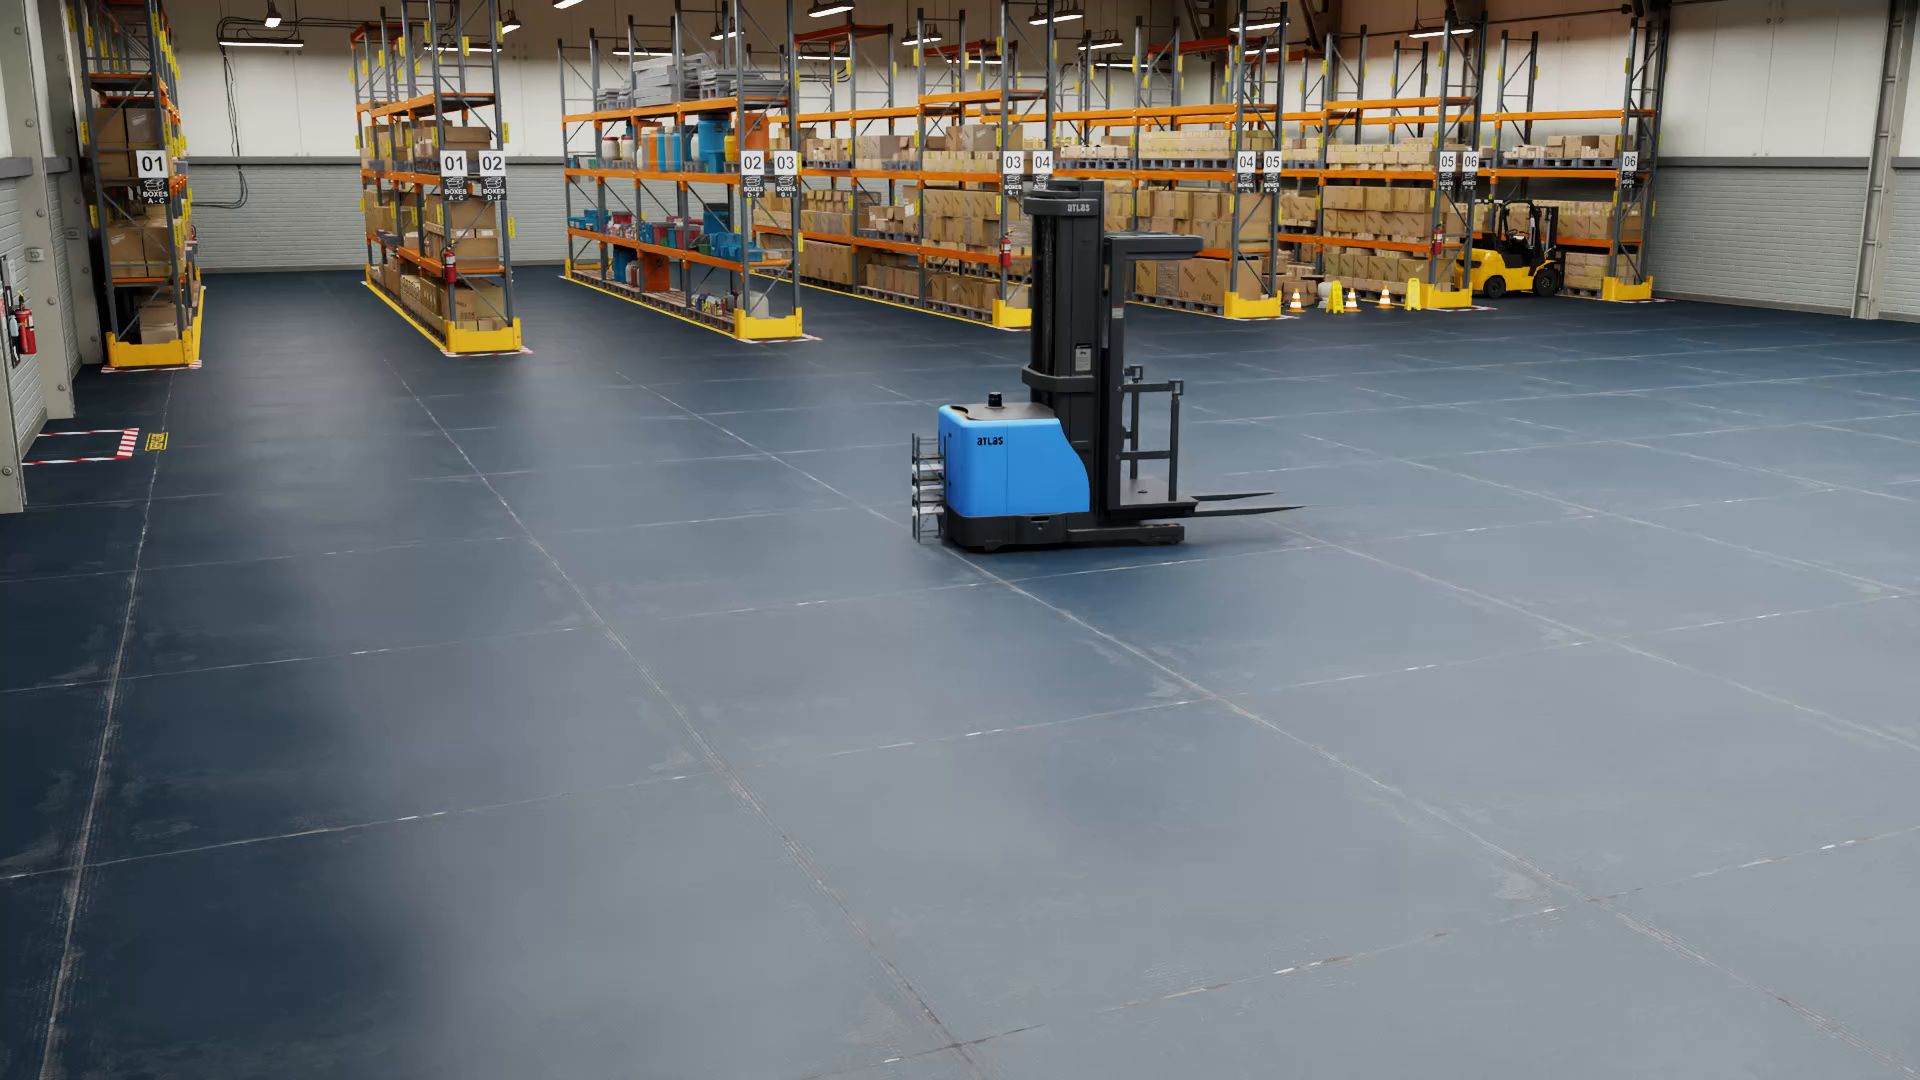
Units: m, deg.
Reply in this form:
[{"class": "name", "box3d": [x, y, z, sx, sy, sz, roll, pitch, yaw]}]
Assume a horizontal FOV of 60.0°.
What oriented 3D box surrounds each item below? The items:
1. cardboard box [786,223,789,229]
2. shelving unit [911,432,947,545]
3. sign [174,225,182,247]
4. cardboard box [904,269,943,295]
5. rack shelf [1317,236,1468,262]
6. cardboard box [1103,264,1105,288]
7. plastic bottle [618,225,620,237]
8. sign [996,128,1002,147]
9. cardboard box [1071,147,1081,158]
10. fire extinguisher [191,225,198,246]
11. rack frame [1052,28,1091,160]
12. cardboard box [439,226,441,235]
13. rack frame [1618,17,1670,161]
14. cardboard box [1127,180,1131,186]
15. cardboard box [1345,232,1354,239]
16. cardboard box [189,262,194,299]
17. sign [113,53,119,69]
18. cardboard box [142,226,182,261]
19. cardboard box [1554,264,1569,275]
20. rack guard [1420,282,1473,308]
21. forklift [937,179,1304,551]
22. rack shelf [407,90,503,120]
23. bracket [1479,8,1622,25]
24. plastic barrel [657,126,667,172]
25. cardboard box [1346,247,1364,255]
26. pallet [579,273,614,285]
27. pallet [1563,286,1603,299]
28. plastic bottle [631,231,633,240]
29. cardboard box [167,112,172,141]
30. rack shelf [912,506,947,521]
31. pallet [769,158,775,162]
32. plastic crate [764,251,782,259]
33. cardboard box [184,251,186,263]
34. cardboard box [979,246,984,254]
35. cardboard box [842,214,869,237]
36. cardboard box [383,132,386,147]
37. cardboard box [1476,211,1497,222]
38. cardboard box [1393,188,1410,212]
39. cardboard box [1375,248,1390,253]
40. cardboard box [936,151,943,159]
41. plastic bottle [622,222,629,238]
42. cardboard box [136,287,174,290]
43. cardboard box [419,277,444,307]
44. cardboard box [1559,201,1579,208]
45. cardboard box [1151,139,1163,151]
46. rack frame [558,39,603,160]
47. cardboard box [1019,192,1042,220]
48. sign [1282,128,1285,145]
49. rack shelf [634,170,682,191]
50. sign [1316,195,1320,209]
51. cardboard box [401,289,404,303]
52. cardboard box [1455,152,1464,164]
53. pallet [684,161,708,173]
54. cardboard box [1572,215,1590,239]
[{"class": "cardboard box", "box3d": [-4.209, -7.992, 42.305, 0.380, 0.149, 0.250, -6, 14, -24]}, {"class": "shelving unit", "box3d": [-0.255, -0.429, 13.727, 0.258, 0.900, 0.210, -3, 13, -13]}, {"class": "sign", "box3d": [-11.892, -4.624, 25.276, 0.100, 0.325, 0.005, -6, 14, -23]}, {"class": "cardboard box", "box3d": [-0.776, -5.547, 35.754, 0.700, 0.500, 0.500, -6, 14, -23]}, {"class": "rack shelf", "box3d": [9.506, -6.453, 36.695, 1.077, 0.370, 4.000, -6, 14, -23]}, {"class": "cardboard box", "box3d": [3.495, -6.177, 37.965, 1.050, 0.750, 0.750, -6, 14, -23]}, {"class": "plastic bottle", "box3d": [-7.758, -7.049, 37.958, 0.097, 0.271, 0.097, 0, 13, 0]}, {"class": "sign", "box3d": [0.710, -7.342, 30.324, 0.100, 0.325, 0.005, -6, 14, -23]}, {"class": "cardboard box", "box3d": [2.896, -8.944, 38.389, 0.500, 0.250, 0.500, -5, 14, -21]}, {"class": "fire extinguisher", "box3d": [-18.436, -7.312, 39.810, 0.296, 0.674, 0.183, -6, 14, -23]}, {"class": "rack frame", "box3d": [2.607, -10.498, 39.271, 1.000, 3.000, 0.127, -6, 14, -23]}, {"class": "cardboard box", "box3d": [-8.699, -5.295, 28.436, 0.380, 0.149, 0.250, -5, 14, -21]}, {"class": "rack frame", "box3d": [14.853, -9.762, 36.093, 1.000, 3.000, 0.127, -6, 14, -23]}, {"class": "cardboard box", "box3d": [4.870, -9.924, 46.217, 0.380, 0.149, 0.250, -6, 14, -23]}, {"class": "cardboard box", "box3d": [8.887, -6.846, 37.356, 0.380, 0.149, 0.250, -5, 14, -21]}, {"class": "cardboard box", "box3d": [-16.113, -5.309, 33.990, 0.750, 0.750, 0.750, -6, 14, -23]}, {"class": "sign", "box3d": [-17.714, -10.042, 34.880, 0.100, 0.325, 0.005, -6, 14, -23]}, {"class": "cardboard box", "box3d": [-12.305, -4.581, 25.635, 0.500, 0.500, 0.500, -6, 14, -23]}, {"class": "cardboard box", "box3d": [13.955, -6.230, 38.192, 0.500, 0.250, 0.500, -6, 14, -24]}, {"class": "rack guard", "box3d": [10.276, -5.188, 35.178, 1.175, 0.500, 0.348, -6, 14, -23]}, {"class": "forklift", "box3d": [1.376, -1.493, 13.820, 3.031, 2.935, 1.130, -3, 13, -13]}, {"class": "rack shelf", "box3d": [-8.653, -7.392, 28.333, 1.077, 0.370, 4.000, -6, 14, -23]}, {"class": "bracket", "box3d": [13.877, -12.327, 39.192, 0.076, 0.066, 4.783, -6, 14, -23]}, {"class": "plastic barrel", "box3d": [-5.841, -7.936, 33.741, 0.600, 0.901, 0.708, -6, 14, -23]}, {"class": "cardboard box", "box3d": [8.896, -6.480, 37.279, 0.380, 0.149, 0.250, -5, 14, -21]}, {"class": "pallet", "box3d": [-8.941, -6.569, 41.786, 1.003, 0.211, 1.213, -6, 14, -23]}, {"class": "pallet", "box3d": [14.509, -5.635, 37.750, 1.003, 0.211, 1.213, -6, 14, -23]}, {"class": "plastic bottle", "box3d": [-7.230, -6.742, 36.789, 0.097, 0.201, 0.097, 0, 13, 0]}, {"class": "cardboard box", "box3d": [-13.094, -6.688, 26.979, 0.500, 0.500, 0.500, -6, 14, -25]}, {"class": "rack shelf", "box3d": [-0.254, -0.221, 13.775, 0.258, 0.077, 0.200, -3, 13, -13]}, {"class": "pallet", "box3d": [-4.383, -9.814, 43.167, 1.003, 0.211, 1.213, -6, 14, -23]}, {"class": "plastic crate", "box3d": [-3.375, -5.133, 29.982, 0.298, 0.136, 0.250, -6, 14, -23]}, {"class": "cardboard box", "box3d": [-13.524, -4.846, 28.443, 0.500, 0.250, 0.500, -6, 14, -23]}, {"class": "cardboard box", "box3d": [0.590, -5.565, 31.819, 0.380, 0.149, 0.250, -6, 14, -23]}, {"class": "cardboard box", "box3d": [-2.403, -7.276, 38.435, 0.500, 0.500, 0.500, -5, 14, -21]}, {"class": "cardboard box", "box3d": [-12.236, -8.597, 36.336, 0.600, 0.600, 0.600, -6, 14, -24]}, {"class": "cardboard box", "box3d": [12.820, -7.915, 40.639, 0.500, 0.250, 0.500, -6, 14, -24]}, {"class": "cardboard box", "box3d": [9.706, -7.262, 35.496, 0.700, 0.500, 0.500, -5, 14, -22]}, {"class": "cardboard box", "box3d": [11.282, -7.547, 44.438, 0.500, 0.500, 0.500, -5, 14, -21]}, {"class": "cardboard box", "box3d": [-0.269, -7.702, 33.293, 0.380, 0.149, 0.250, -6, 14, -23]}, {"class": "plastic bottle", "box3d": [-7.553, -6.995, 37.548, 0.144, 0.351, 0.185, -6, 14, -23]}, {"class": "cardboard box", "box3d": [-14.933, -4.441, 30.975, 0.700, 0.500, 0.500, -6, 14, -23]}, {"class": "cardboard box", "box3d": [-9.555, -4.534, 30.311, 0.500, 0.500, 0.500, -6, 14, -23]}, {"class": "cardboard box", "box3d": [13.914, -7.659, 37.989, 0.380, 0.149, 0.250, -5, 14, -22]}, {"class": "cardboard box", "box3d": [4.352, -8.305, 34.968, 0.500, 0.250, 0.500, -6, 14, -23]}, {"class": "rack frame", "box3d": [-9.721, -11.276, 42.634, 1.000, 3.000, 0.127, -6, 14, -23]}, {"class": "cardboard box", "box3d": [1.256, -6.314, 31.401, 0.500, 0.500, 0.500, -6, 14, -23]}, {"class": "sign", "box3d": [6.323, -7.897, 32.572, 0.100, 0.325, 0.005, -6, 14, -23]}, {"class": "rack shelf", "box3d": [-5.715, -7.398, 34.127, 1.077, 0.370, 4.000, -6, 14, -23]}, {"class": "sign", "box3d": [8.197, -7.730, 38.049, 0.100, 0.325, 0.005, -6, 14, -23]}, {"class": "cardboard box", "box3d": [-11.116, -4.984, 33.920, 0.500, 0.250, 0.500, -6, 14, -23]}, {"class": "cardboard box", "box3d": [10.349, -8.052, 35.026, 0.500, 0.250, 0.500, -6, 14, -24]}, {"class": "pallet", "box3d": [-4.536, -7.103, 31.676, 1.213, 0.211, 1.003, -6, 14, -23]}, {"class": "cardboard box", "box3d": [14.216, -7.074, 37.561, 0.500, 0.500, 0.500, -5, 14, -21]}]
